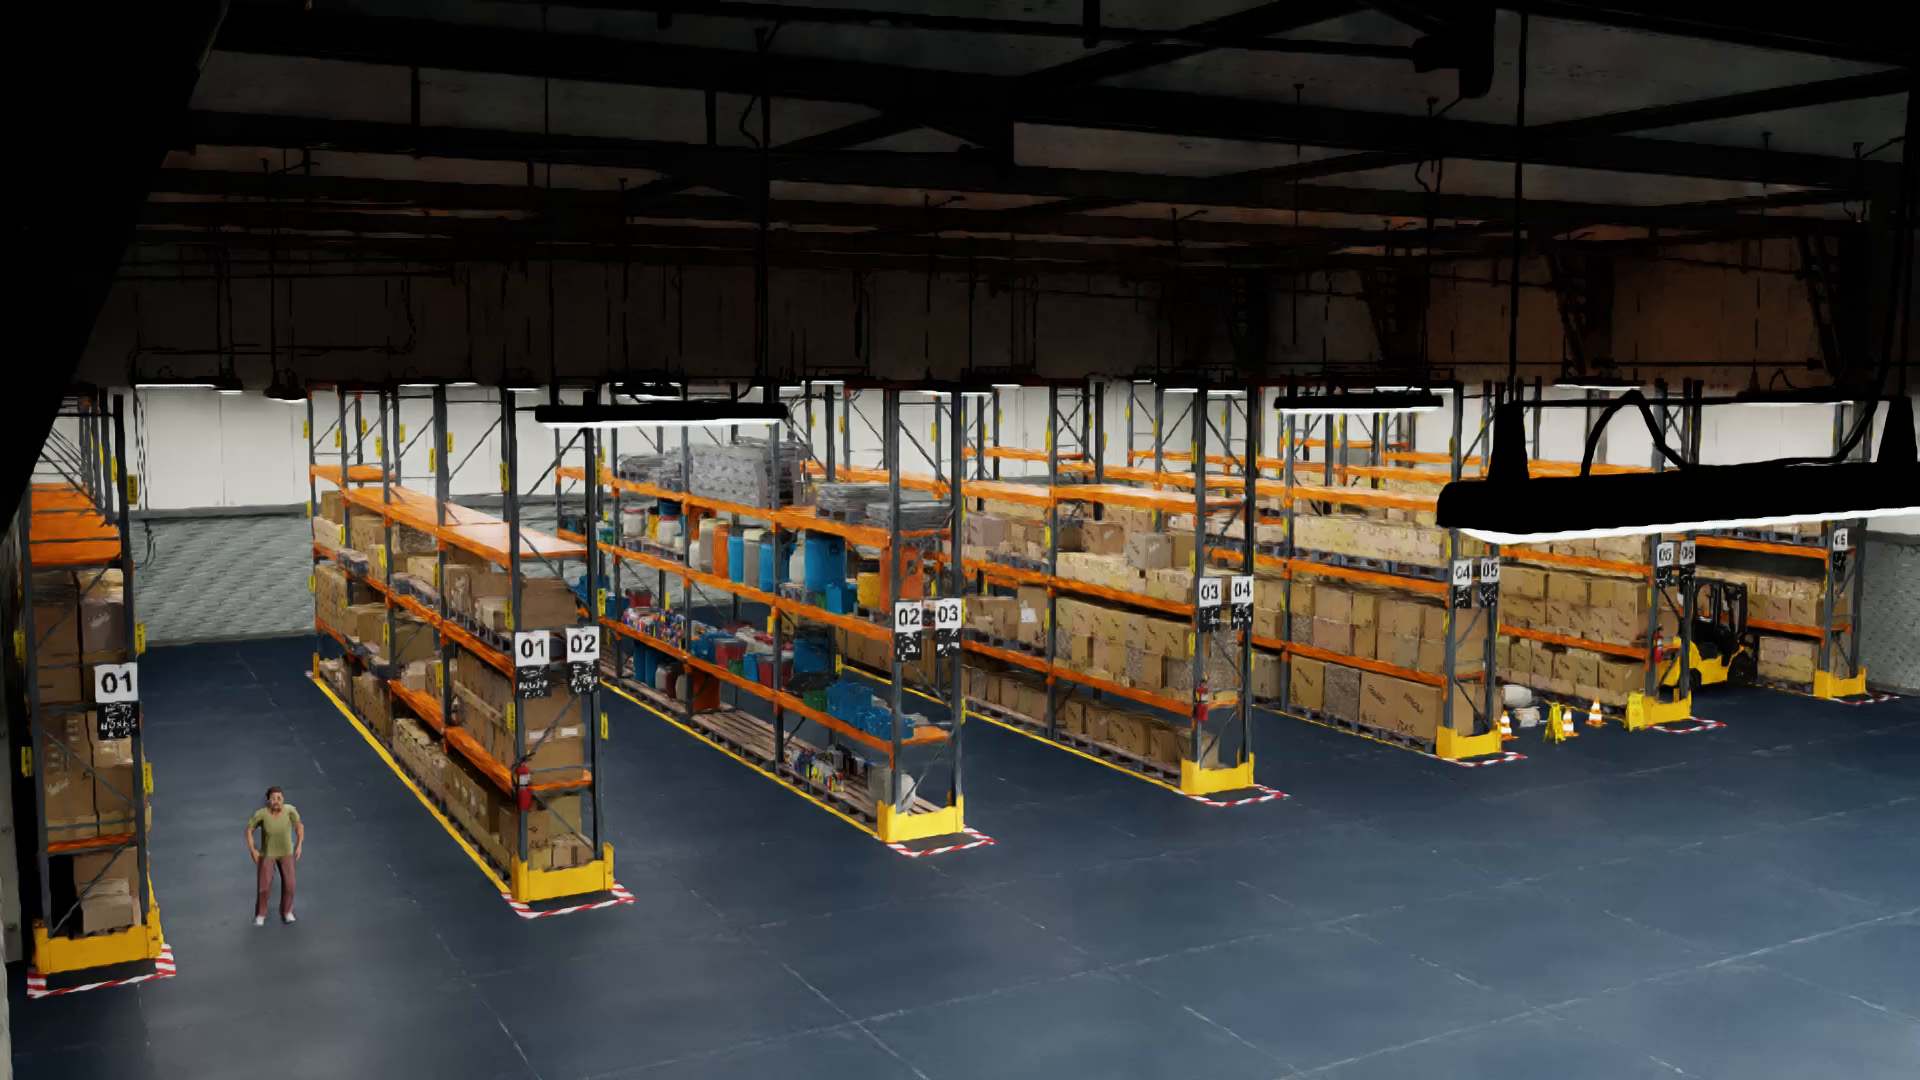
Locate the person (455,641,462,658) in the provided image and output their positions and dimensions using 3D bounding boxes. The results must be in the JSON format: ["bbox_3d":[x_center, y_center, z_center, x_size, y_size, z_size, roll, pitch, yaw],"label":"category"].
[{"bbox_3d":[-10.363,1.841,34.799,0.479,1.567,1.090,-3,7,-27],"label":"person"}]

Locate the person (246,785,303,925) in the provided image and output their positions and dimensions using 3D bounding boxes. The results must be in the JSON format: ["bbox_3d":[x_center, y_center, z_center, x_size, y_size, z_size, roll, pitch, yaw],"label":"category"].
[{"bbox_3d":[-7.721,3.542,18.759,0.598,1.619,0.507,-4,7,-30],"label":"person"}]
